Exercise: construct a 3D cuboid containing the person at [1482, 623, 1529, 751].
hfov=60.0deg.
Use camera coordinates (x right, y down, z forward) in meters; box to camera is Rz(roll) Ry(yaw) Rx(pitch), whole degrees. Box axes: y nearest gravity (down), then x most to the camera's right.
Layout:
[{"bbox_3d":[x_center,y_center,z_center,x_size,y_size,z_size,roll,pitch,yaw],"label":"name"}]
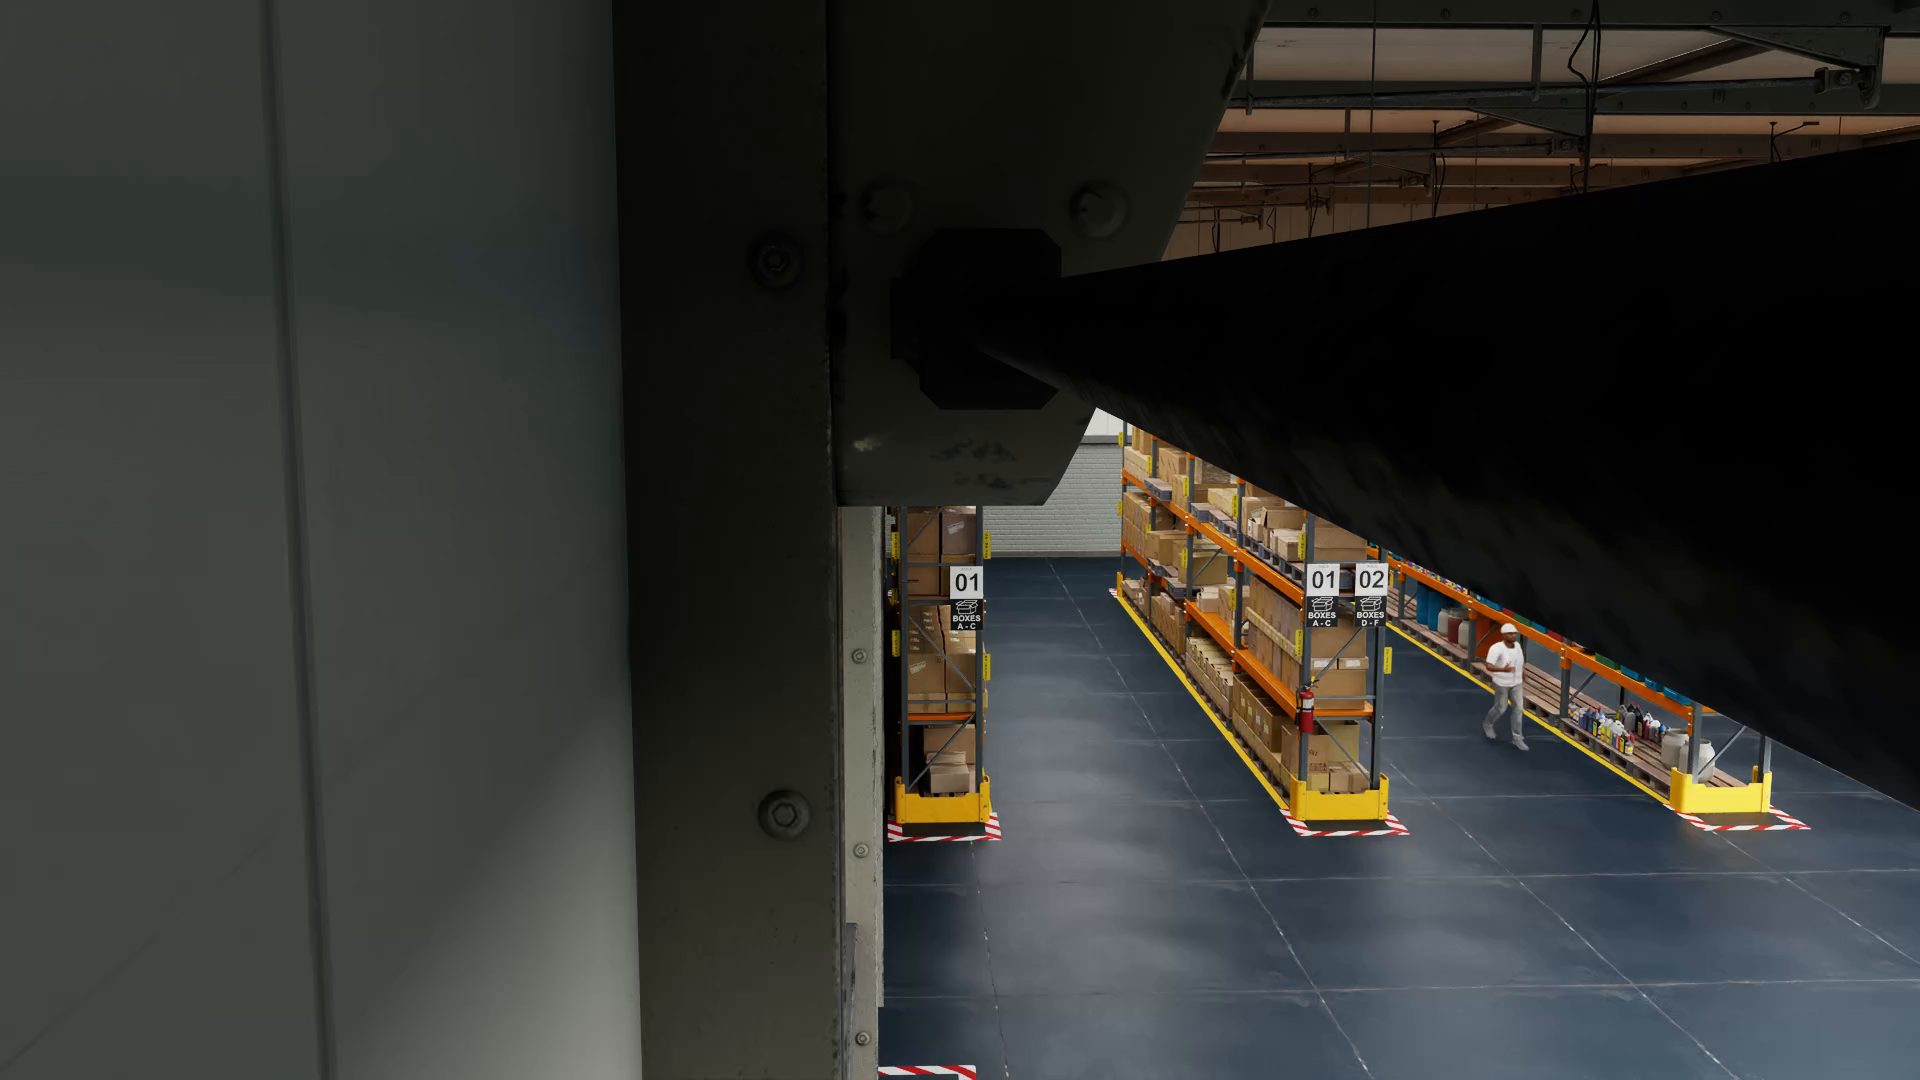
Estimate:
[{"bbox_3d":[7.882,2.030,23.908,0.701,1.678,0.893,-2,8,-16],"label":"person"}]
